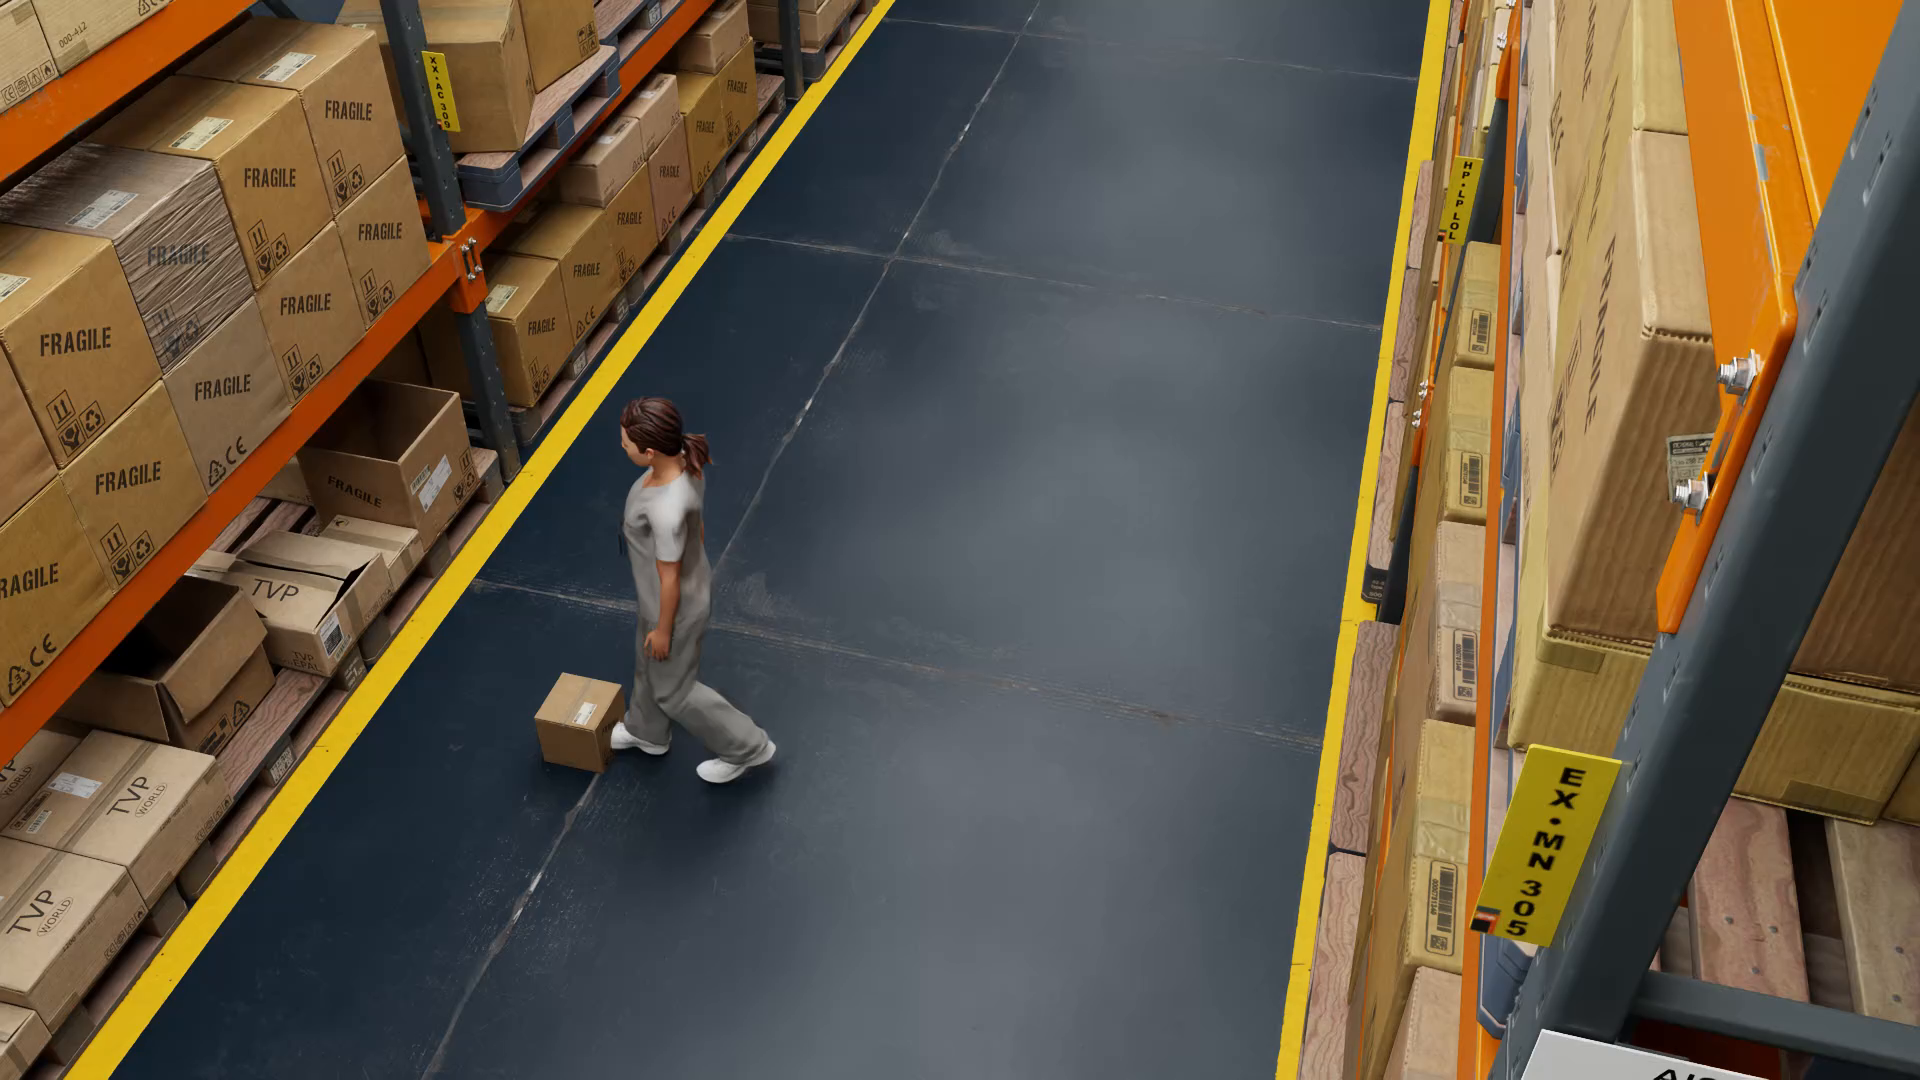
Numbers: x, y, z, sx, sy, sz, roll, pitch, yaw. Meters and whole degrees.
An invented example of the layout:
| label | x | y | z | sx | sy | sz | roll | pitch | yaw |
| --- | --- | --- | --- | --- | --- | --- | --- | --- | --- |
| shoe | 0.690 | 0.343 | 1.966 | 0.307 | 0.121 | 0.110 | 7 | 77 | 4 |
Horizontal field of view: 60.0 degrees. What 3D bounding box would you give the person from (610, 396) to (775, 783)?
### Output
| label | x | y | z | sx | sy | sz | roll | pitch | yaw |
| --- | --- | --- | --- | --- | --- | --- | --- | --- | --- |
| person | -1.067 | 0.199 | 5.910 | 0.718 | 1.665 | 0.467 | -2 | 41 | -3 |
